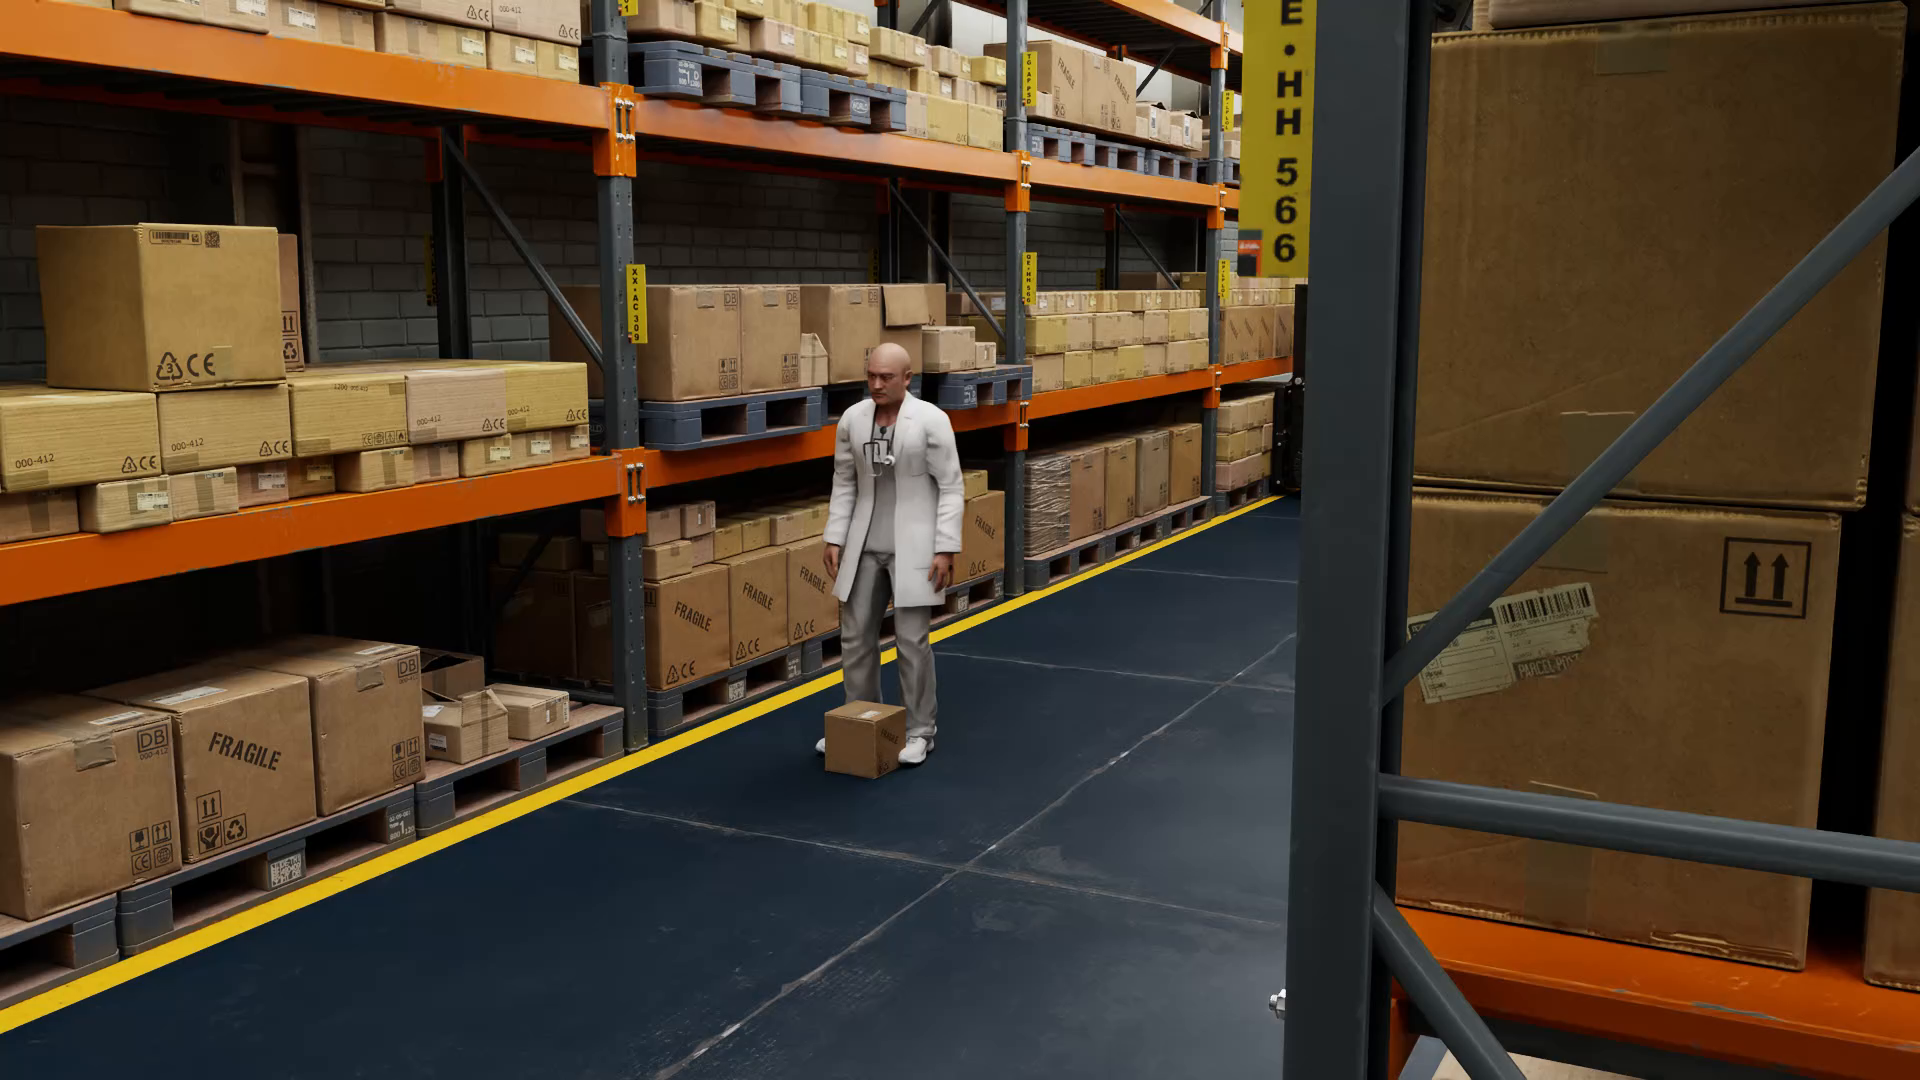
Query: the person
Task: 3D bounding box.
[{"bbox_3d":[-0.295,0.049,7.098,0.642,1.774,0.416,4,10,25],"label":"person"}]
